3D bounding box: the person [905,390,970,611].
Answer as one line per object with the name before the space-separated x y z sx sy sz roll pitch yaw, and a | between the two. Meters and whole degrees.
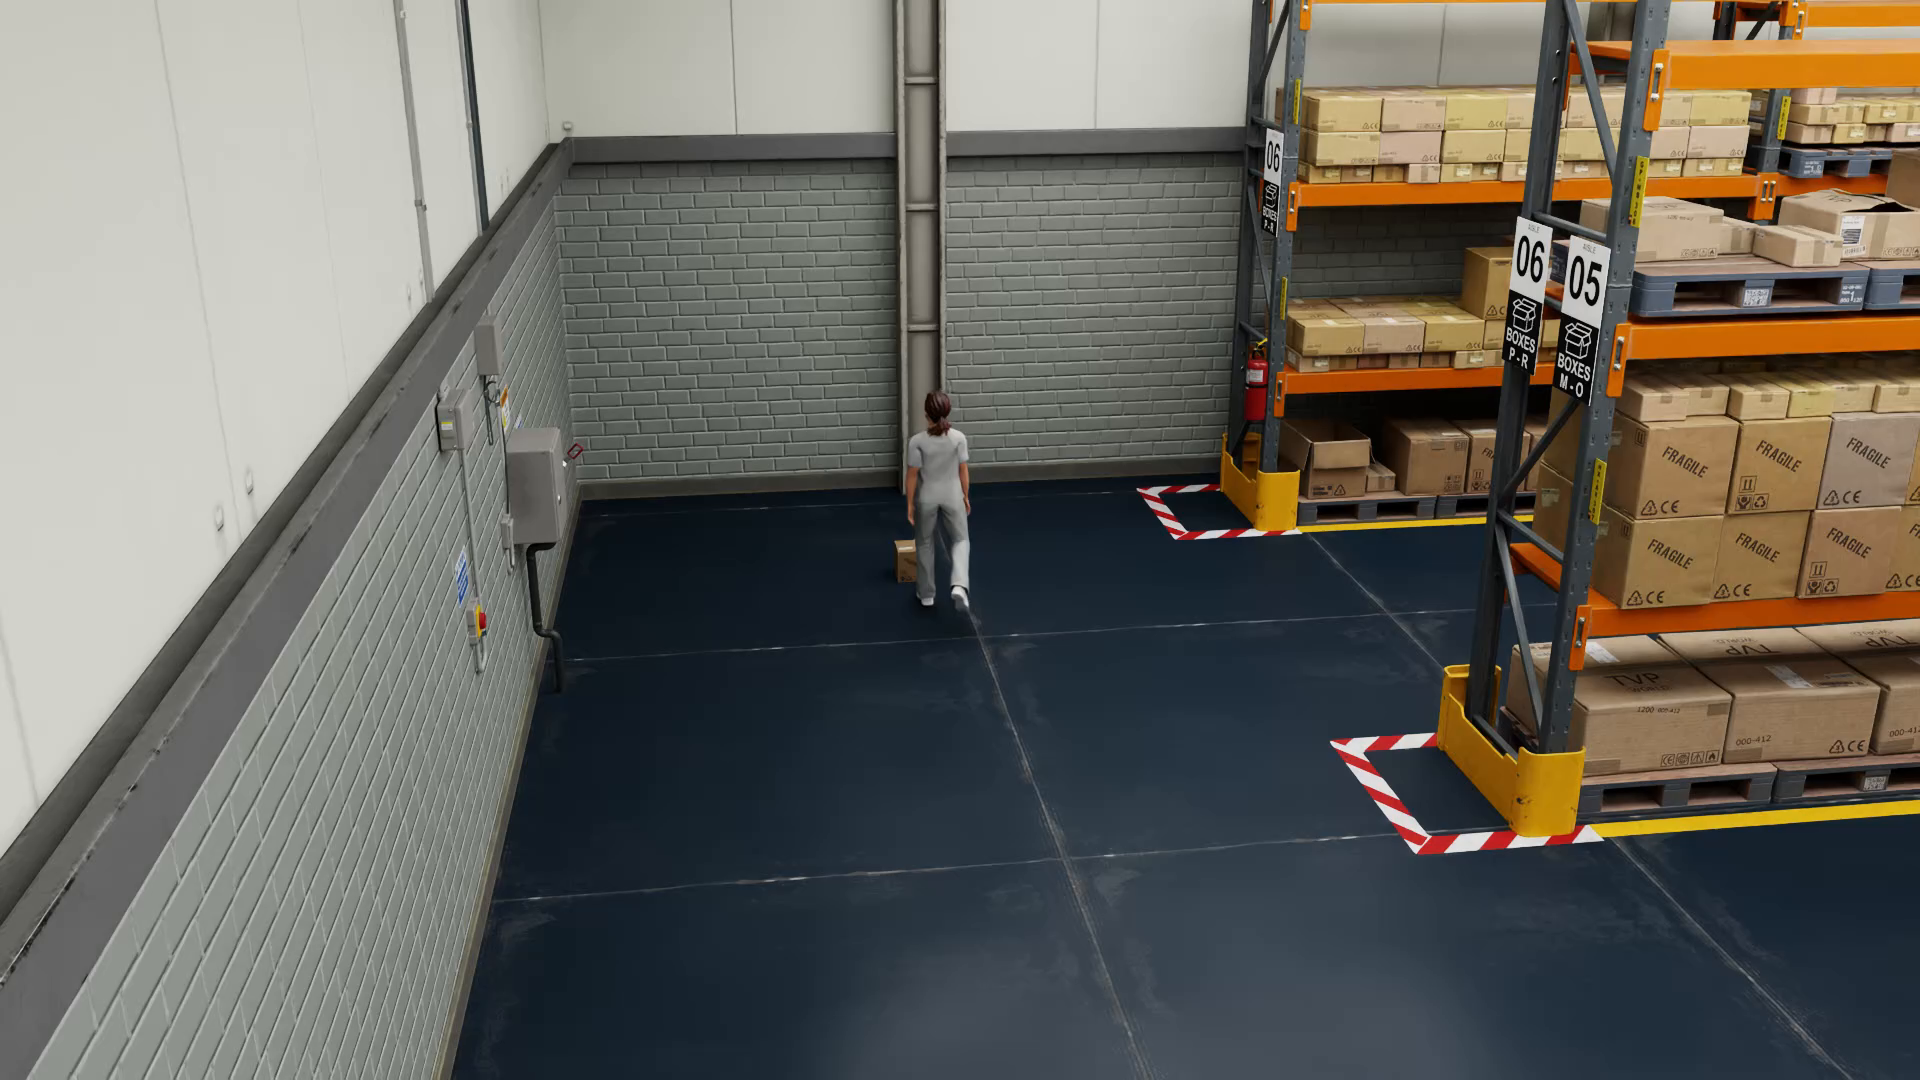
person | -0.156 -0.269 11.780 0.470 1.656 0.752 -2 20 -6
